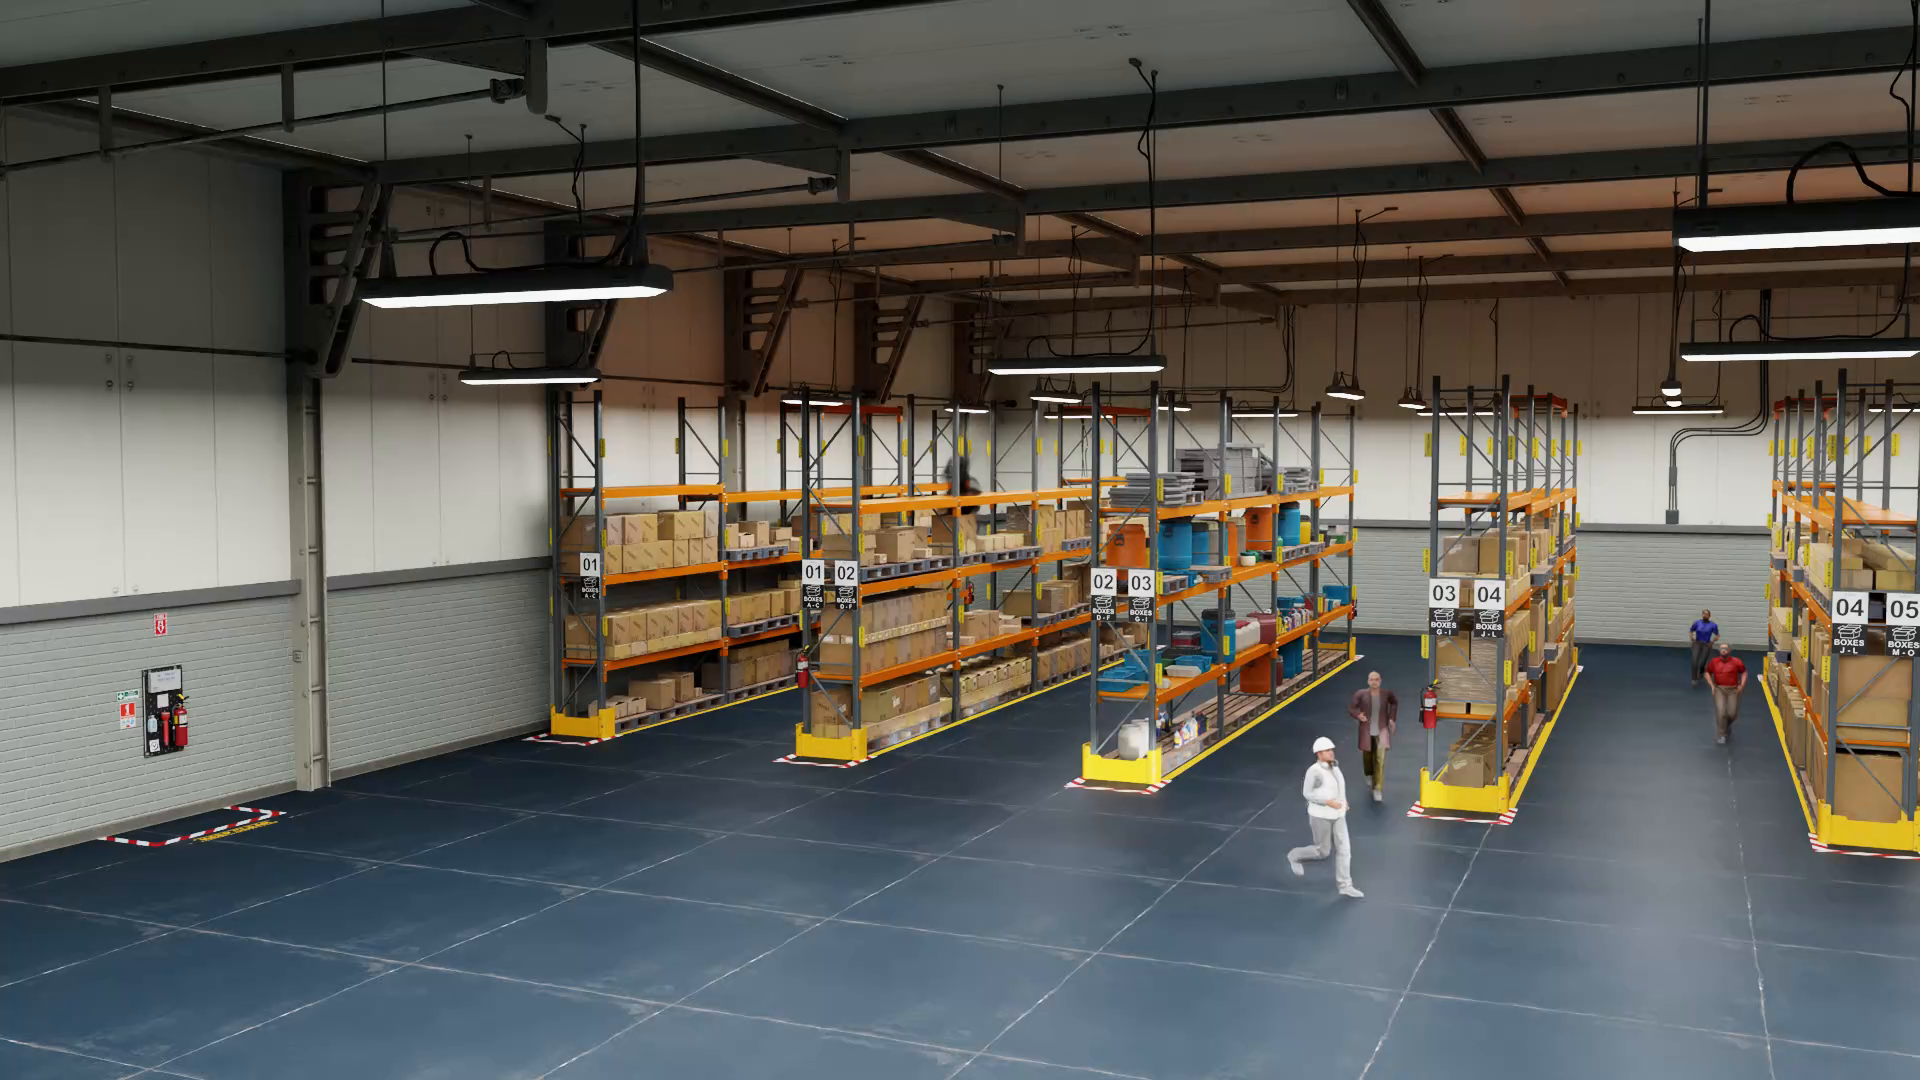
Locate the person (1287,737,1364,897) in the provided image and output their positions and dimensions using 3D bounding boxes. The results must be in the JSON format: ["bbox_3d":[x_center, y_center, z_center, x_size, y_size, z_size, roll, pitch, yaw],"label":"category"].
[{"bbox_3d":[4.141,3.091,18.713,0.676,1.741,0.971,-2,4,-38],"label":"person"}]

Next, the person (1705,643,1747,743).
[{"bbox_3d":[13.048,2.602,28.342,0.661,1.697,0.564,2,4,26],"label":"person"}]

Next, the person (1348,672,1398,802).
[{"bbox_3d":[5.925,2.774,23.858,0.709,1.777,1.070,1,3,12],"label":"person"}]

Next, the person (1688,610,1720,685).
[{"bbox_3d":[15.731,2.270,35.215,0.586,1.604,0.602,2,4,33],"label":"person"}]
